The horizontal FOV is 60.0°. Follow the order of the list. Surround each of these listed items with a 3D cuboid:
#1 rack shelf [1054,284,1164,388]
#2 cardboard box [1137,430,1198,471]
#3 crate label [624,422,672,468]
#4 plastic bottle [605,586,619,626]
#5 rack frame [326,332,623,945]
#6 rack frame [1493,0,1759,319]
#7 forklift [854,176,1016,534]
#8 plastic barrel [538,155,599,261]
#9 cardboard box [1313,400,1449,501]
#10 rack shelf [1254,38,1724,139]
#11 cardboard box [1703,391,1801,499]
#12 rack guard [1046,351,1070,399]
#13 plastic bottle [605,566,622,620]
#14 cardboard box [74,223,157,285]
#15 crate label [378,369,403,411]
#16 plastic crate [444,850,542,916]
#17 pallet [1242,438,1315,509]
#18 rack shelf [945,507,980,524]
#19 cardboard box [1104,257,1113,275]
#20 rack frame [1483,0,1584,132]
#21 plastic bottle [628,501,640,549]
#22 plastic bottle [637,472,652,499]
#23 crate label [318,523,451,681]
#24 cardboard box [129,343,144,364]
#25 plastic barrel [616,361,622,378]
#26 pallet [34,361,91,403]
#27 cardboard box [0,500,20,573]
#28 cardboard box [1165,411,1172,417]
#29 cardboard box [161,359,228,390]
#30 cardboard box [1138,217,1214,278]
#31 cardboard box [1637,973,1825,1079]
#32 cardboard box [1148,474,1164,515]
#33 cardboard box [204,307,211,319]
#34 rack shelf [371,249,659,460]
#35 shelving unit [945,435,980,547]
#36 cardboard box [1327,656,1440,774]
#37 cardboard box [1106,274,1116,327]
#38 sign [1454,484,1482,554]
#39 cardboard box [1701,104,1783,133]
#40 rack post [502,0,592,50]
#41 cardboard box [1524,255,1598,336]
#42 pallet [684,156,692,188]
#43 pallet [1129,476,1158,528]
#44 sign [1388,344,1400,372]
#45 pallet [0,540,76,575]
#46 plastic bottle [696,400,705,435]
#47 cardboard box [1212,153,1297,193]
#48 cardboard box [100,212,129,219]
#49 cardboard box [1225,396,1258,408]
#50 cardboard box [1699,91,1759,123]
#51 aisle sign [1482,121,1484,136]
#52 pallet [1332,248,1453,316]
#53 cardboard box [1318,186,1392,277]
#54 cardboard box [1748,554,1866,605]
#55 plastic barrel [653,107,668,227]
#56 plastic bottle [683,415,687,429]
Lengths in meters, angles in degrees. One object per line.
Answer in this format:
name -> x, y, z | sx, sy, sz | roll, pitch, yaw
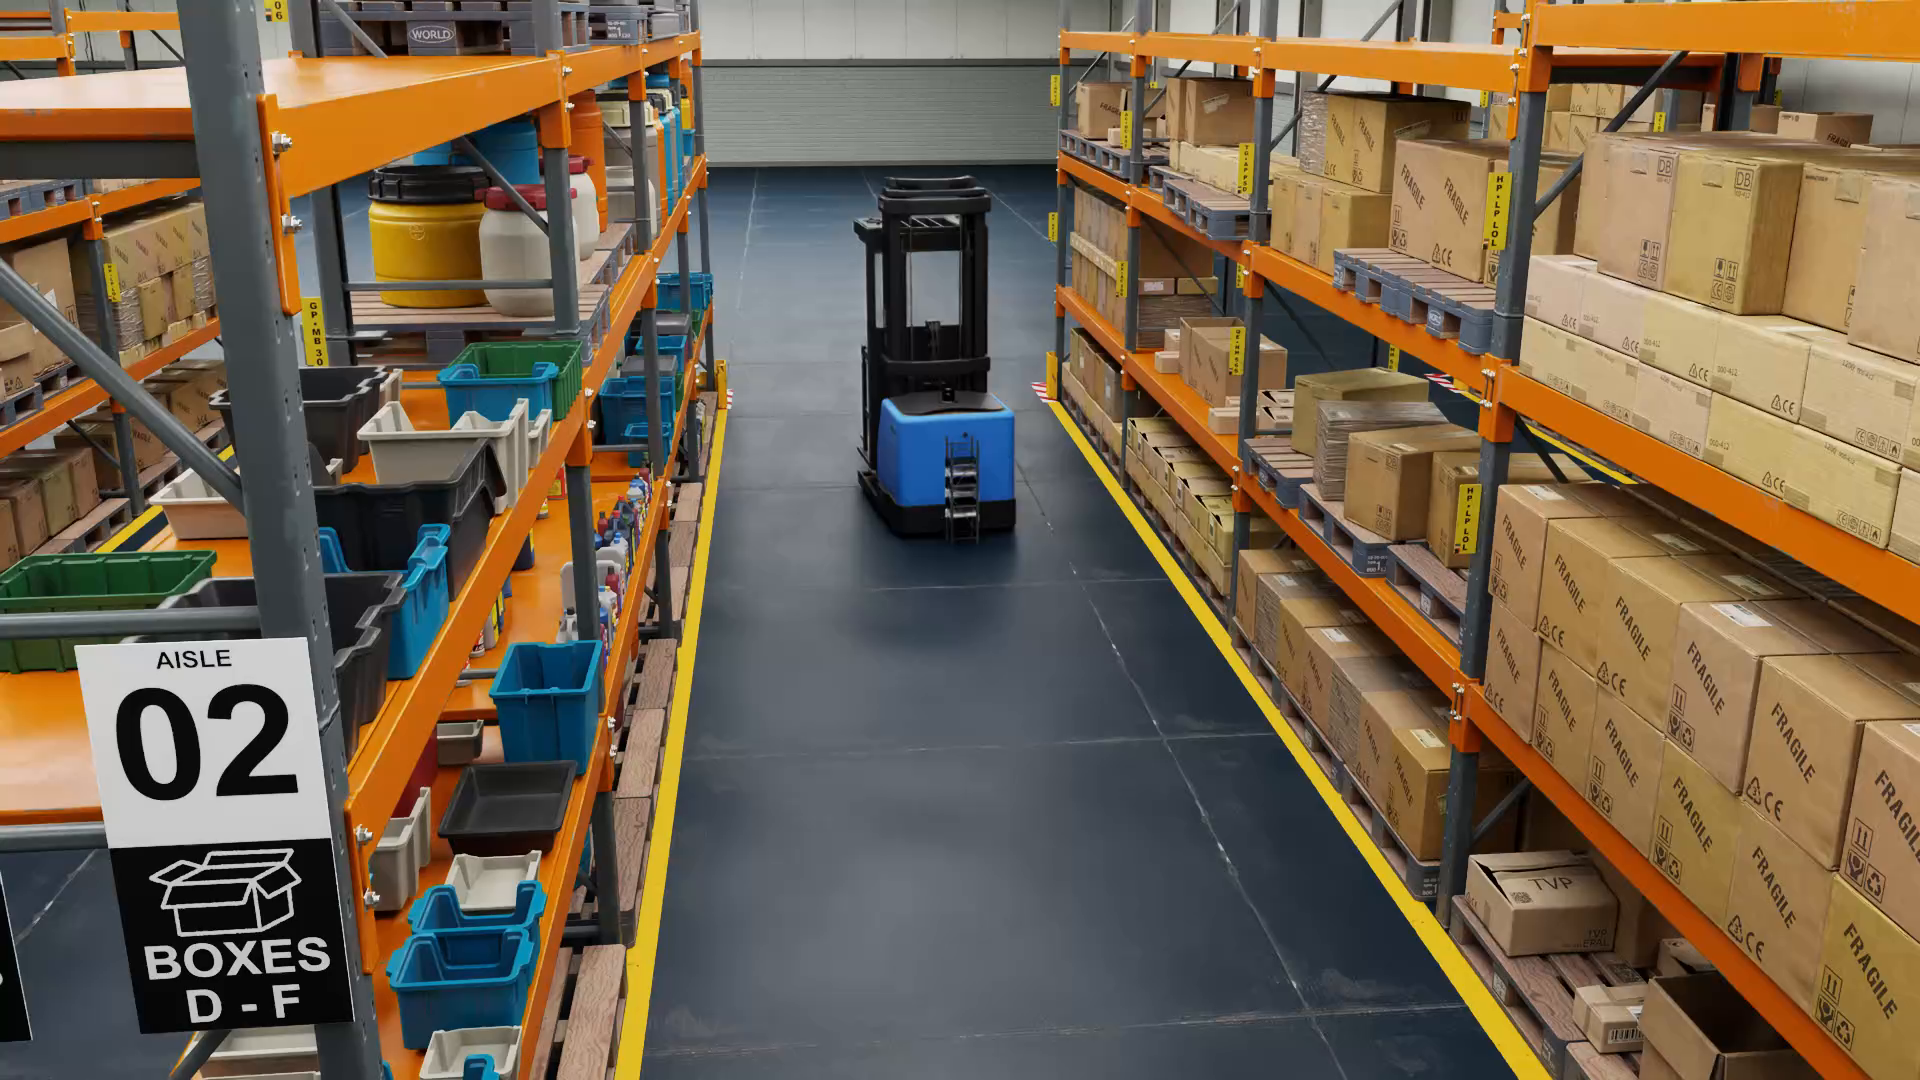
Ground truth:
rack shelf -> 1.821, -2.196, 17.364 | 1.077, 0.370, 4.000 | -2, 18, -6
cardboard box -> 1.869, -0.819, 14.731 | 0.500, 0.311, 0.500 | -2, 18, -6
crate label -> -2.158, -0.657, 11.540 | 0.303, 0.233, 0.416 | -2, 18, -6
plastic bottle -> -1.786, 0.335, 8.434 | 0.097, 0.201, 0.097 | 0, 17, 0
rack frame -> -2.075, 0.592, 7.283 | 1.000, 3.000, 0.127 | -2, 18, -6
rack frame -> 2.853, -2.422, 6.868 | 1.000, 3.000, 0.127 | -2, 18, -6
forklift -> -0.346, -1.854, 15.190 | 1.130, 2.935, 3.031 | -4, 18, -12
plastic barrel -> -2.155, -1.772, 8.878 | 0.433, 0.535, 0.433 | 0, 17, 0
cardboard box -> 2.521, -0.537, 10.011 | 0.700, 0.500, 0.500 | 1, 17, 5
rack shelf -> 2.646, -2.484, 8.934 | 1.077, 0.370, 4.000 | -2, 18, -6
cardboard box -> 2.809, -0.320, 5.430 | 0.500, 0.250, 0.500 | -2, 18, -6
rack guard -> 1.612, -1.949, 19.552 | 1.175, 0.500, 0.348 | -2, 18, -6
plastic bottle -> -1.780, 0.261, 8.533 | 0.061, 0.283, 0.133 | -2, 18, -6
cardboard box -> -7.673, -2.596, 15.104 | 0.500, 0.500, 0.500 | -2, 18, -6
crate label -> -2.312, -0.558, 6.380 | 0.293, 0.136, 0.466 | -2, 18, -6
plastic crate -> -1.596, 1.199, 5.690 | 0.293, 0.136, 0.466 | -2, 18, -6
pallet -> 2.580, -0.460, 10.955 | 1.213, 0.211, 1.003 | -2, 18, -6
rack shelf -> 0.019, -0.208, 14.049 | 0.258, 0.077, 0.200 | -4, 18, -12
cardboard box -> 1.657, -2.753, 16.688 | 0.380, 0.149, 0.250 | -1, 17, -4
rack frame -> 6.542, -6.151, 18.747 | 1.000, 3.000, 0.127 | -2, 18, -6
plastic bottle -> -1.903, -0.096, 9.670 | 0.061, 0.283, 0.133 | -2, 18, -6
plastic bottle -> -2.028, -0.362, 10.655 | 0.097, 0.201, 0.097 | 0, 17, 0
crate label -> -1.436, 0.139, 3.967 | 0.408, 0.251, 0.502 | -2, 18, -6
cardboard box -> -7.562, -1.667, 14.897 | 0.380, 0.149, 0.250 | -2, 18, -6
plastic barrel -> -2.916, -1.326, 13.624 | 0.301, 0.262, 0.301 | 0, 17, 0
pallet -> -7.892, -1.314, 13.676 | 1.003, 0.211, 1.213 | -2, 18, -6
cardboard box -> -7.638, 0.004, 12.596 | 0.700, 0.500, 0.500 | 0, 17, -1
cardboard box -> 2.291, -1.337, 16.066 | 0.500, 0.500, 0.500 | -2, 18, -6
cardboard box -> -8.191, -1.651, 17.900 | 0.500, 0.500, 0.500 | 1, 17, 5
cardboard box -> 1.975, -2.742, 15.570 | 0.700, 0.500, 0.500 | -2, 18, -5
cardboard box -> 3.051, 1.981, 6.292 | 0.797, 0.503, 0.637 | -2, 18, -6
cardboard box -> 1.930, -0.397, 14.324 | 0.500, 0.250, 0.500 | -2, 18, -7
cardboard box -> -7.907, -2.333, 17.021 | 0.380, 0.149, 0.250 | -2, 18, -6
rack shelf -> -2.281, -1.091, 8.839 | 1.077, 0.370, 4.000 | -2, 18, -6
shelving unit -> 0.019, -0.411, 13.985 | 0.258, 0.900, 0.210 | -4, 18, -12
cardboard box -> 2.423, 0.988, 9.461 | 0.500, 0.500, 0.500 | -2, 17, -5
cardboard box -> 1.867, -2.429, 16.740 | 0.700, 0.500, 0.500 | -2, 17, -5
sign -> 2.301, -0.094, 7.535 | 0.100, 0.325, 0.005 | -2, 18, -6
cardboard box -> 6.931, -3.611, 14.796 | 0.500, 0.500, 0.500 | 1, 17, 2
rack post -> -2.410, -2.631, 8.367 | 0.937, 0.300, 0.954 | 0, 17, 0
cardboard box -> 2.656, -1.005, 6.779 | 0.500, 0.250, 0.500 | -2, 18, -6
pallet -> -3.072, -3.344, 15.129 | 1.213, 0.211, 1.003 | -2, 18, -6
pallet -> 2.142, -0.394, 15.081 | 1.003, 0.211, 1.213 | -2, 18, -6
sign -> 2.979, -1.286, 11.463 | 0.100, 0.325, 0.005 | -2, 18, -6
pallet -> -7.616, 0.288, 12.906 | 1.003, 0.211, 1.213 | -2, 18, -6
plastic bottle -> -2.653, -1.229, 16.771 | 0.144, 0.351, 0.185 | -1, 17, -3
cardboard box -> 2.217, -2.771, 12.537 | 0.500, 0.250, 0.500 | -2, 18, -7
cardboard box -> -8.298, -2.877, 16.002 | 0.500, 0.500, 0.500 | -2, 18, -6
cardboard box -> 2.252, -1.010, 12.805 | 0.380, 0.149, 0.250 | 0, 17, -2
cardboard box -> 7.188, -4.217, 15.726 | 0.500, 0.500, 0.500 | -1, 17, -4
aisle sign -> 6.236, -4.541, 19.295 | 0.394, 0.787, 0.004 | -2, 18, -6
pallet -> 2.745, -1.406, 8.955 | 1.213, 0.211, 1.003 | -2, 18, -6
cardboard box -> 2.625, -1.794, 9.710 | 0.910, 0.500, 0.500 | -2, 18, -6
cardboard box -> 3.269, 0.361, 6.183 | 0.500, 0.500, 0.500 | -2, 18, -5
plastic barrel -> -2.424, -2.682, 11.986 | 0.600, 0.830, 0.708 | -2, 18, -6
plastic bottle -> -2.779, -1.126, 16.568 | 0.152, 0.276, 0.135 | -2, 18, -6
